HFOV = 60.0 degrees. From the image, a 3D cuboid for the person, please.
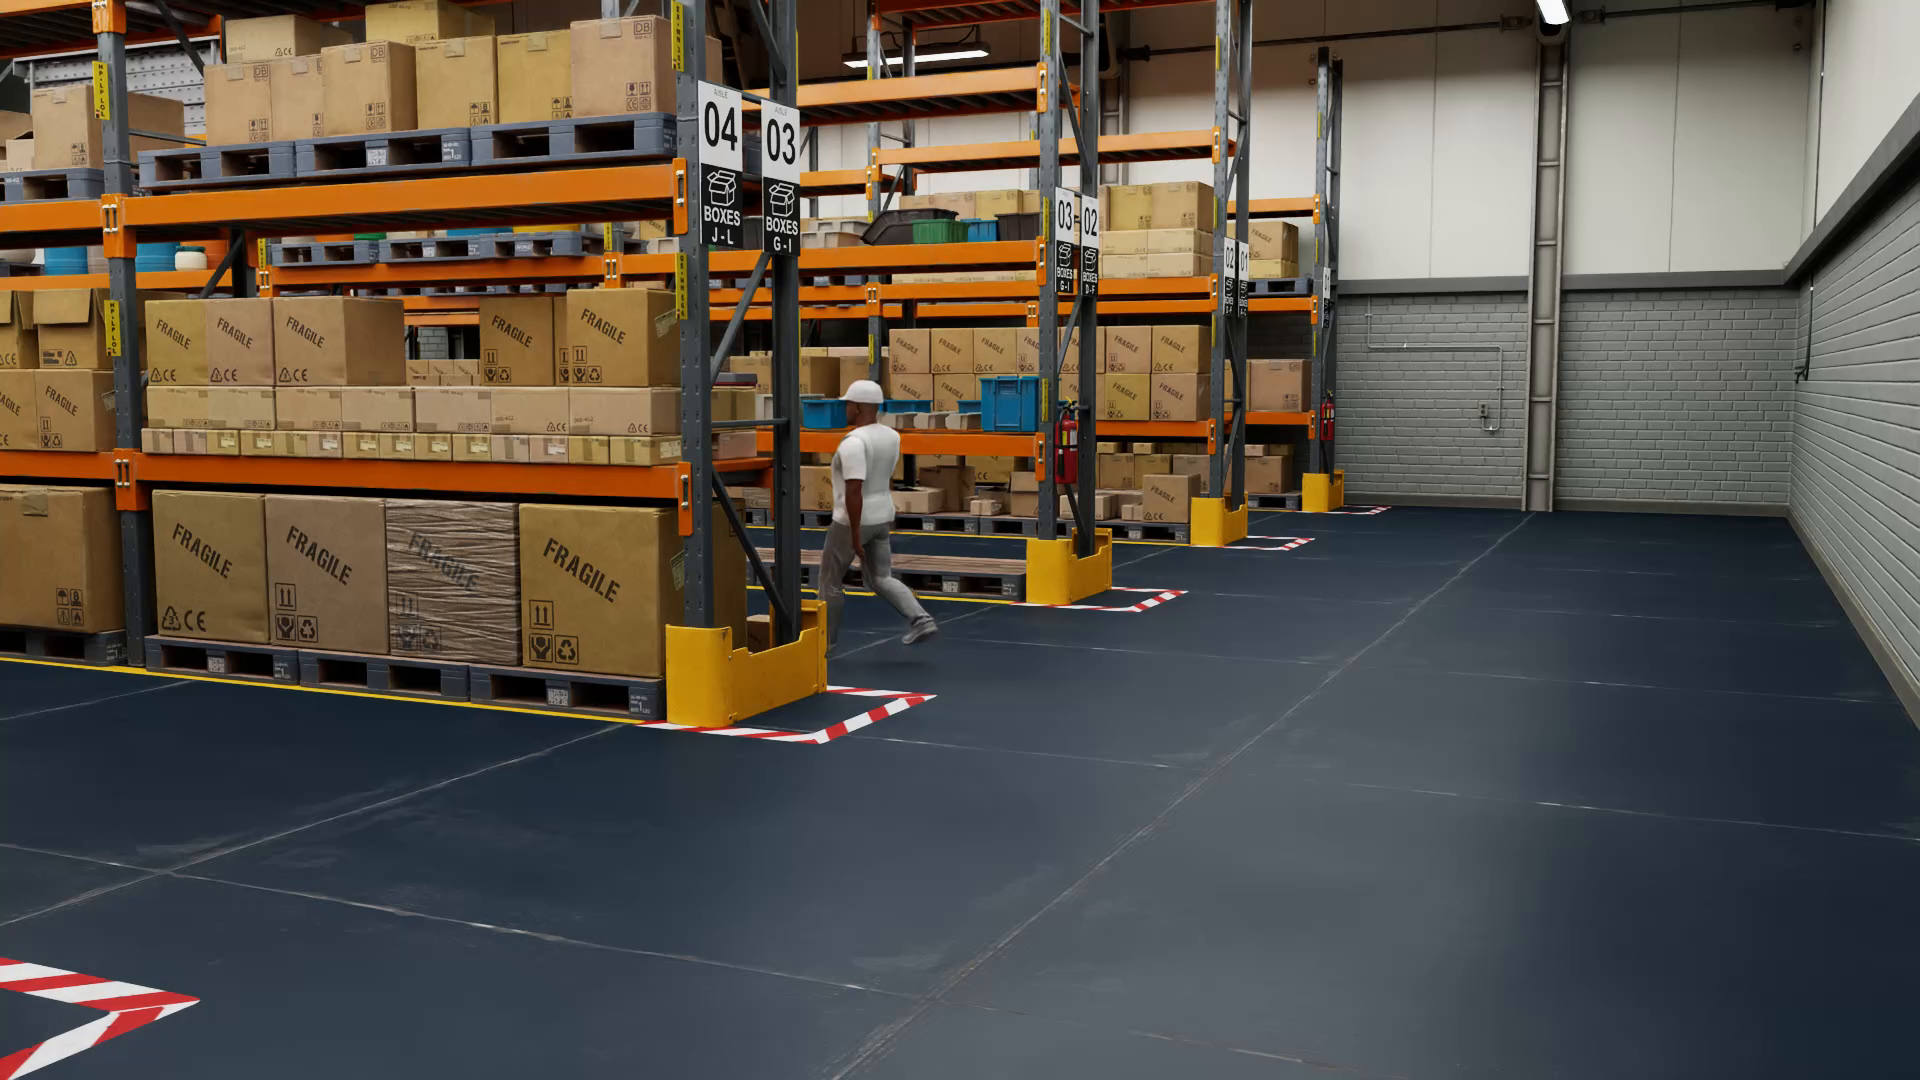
[{"bbox_3d":[-0.612,-0.116,10.299,0.986,1.738,0.583,4,7,35],"label":"person"}]
